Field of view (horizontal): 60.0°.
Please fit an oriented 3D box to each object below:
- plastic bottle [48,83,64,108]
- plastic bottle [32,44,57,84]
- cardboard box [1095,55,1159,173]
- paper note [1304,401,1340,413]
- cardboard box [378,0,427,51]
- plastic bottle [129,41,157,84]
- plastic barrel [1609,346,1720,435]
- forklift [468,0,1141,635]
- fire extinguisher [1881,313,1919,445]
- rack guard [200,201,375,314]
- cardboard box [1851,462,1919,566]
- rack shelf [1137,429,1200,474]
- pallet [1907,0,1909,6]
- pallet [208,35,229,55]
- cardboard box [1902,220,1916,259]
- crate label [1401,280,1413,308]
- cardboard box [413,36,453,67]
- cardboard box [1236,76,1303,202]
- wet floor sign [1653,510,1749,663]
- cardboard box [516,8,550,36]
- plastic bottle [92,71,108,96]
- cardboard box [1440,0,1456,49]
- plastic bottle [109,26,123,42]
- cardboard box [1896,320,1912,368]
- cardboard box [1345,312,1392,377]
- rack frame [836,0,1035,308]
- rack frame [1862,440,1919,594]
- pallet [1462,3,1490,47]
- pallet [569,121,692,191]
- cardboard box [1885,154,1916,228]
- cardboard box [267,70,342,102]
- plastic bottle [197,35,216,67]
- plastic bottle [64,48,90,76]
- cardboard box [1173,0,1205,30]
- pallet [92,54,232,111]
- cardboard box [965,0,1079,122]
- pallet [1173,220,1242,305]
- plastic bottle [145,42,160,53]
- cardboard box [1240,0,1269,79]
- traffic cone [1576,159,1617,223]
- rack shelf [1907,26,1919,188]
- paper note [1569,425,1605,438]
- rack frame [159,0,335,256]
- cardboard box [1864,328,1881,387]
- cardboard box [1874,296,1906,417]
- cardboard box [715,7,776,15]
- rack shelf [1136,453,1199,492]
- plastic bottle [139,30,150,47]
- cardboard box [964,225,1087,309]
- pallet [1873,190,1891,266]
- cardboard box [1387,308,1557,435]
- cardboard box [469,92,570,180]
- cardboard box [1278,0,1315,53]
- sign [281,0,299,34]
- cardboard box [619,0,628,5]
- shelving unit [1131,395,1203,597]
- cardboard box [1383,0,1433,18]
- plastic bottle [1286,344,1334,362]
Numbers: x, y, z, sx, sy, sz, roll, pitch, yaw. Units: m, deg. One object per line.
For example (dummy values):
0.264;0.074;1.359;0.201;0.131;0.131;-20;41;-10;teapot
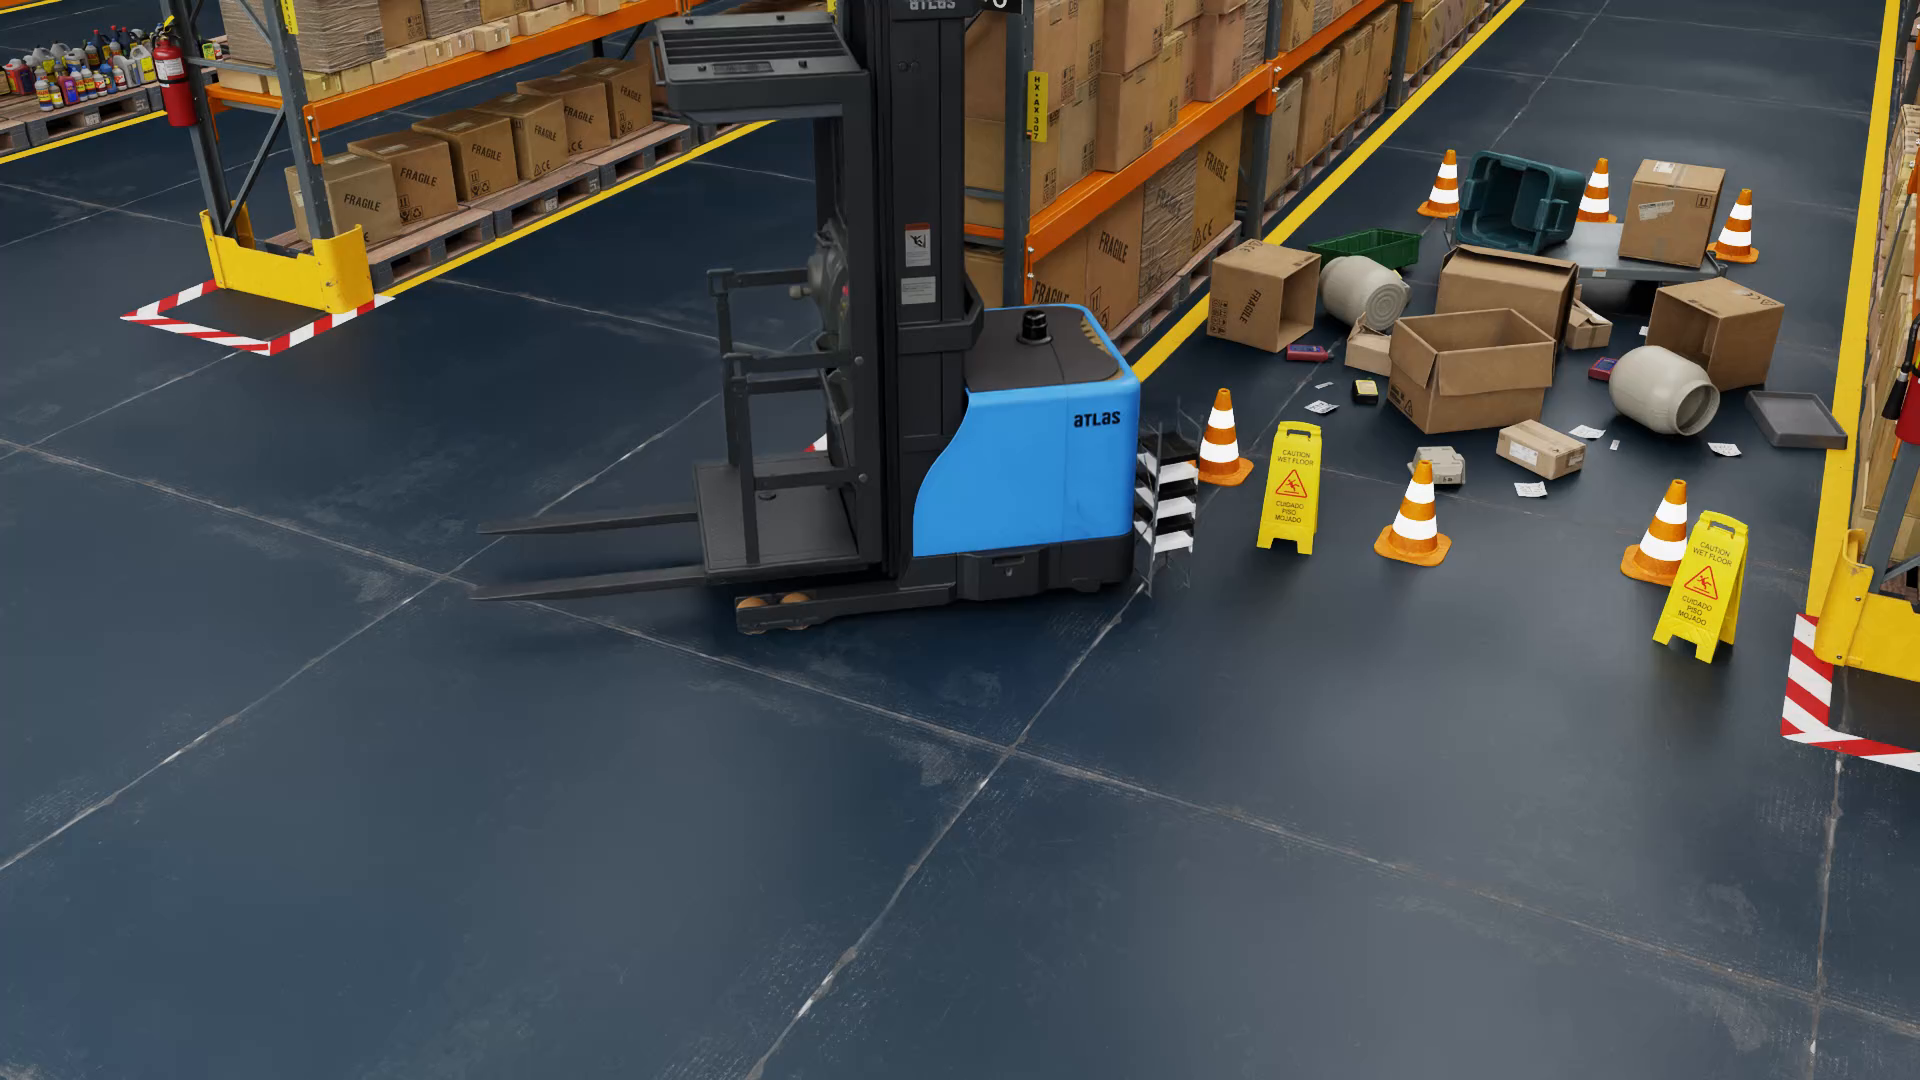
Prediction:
-7.755;-3.814;14.247;0.097;0.201;0.097;0;30;0;plastic bottle
-8.184;-4.254;14.865;0.144;0.351;0.185;16;33;25;plastic bottle
0.600;-2.472;9.392;0.875;0.550;0.550;14;33;23;cardboard box
2.080;-0.767;9.557;0.142;0.017;0.144;-25;38;-36;paper note
-4.100;-3.593;11.095;0.875;0.500;0.500;14;33;23;cardboard box
-7.354;-4.294;14.933;0.144;0.351;0.185;14;33;23;plastic bottle
3.919;-0.828;9.266;0.421;0.421;0.512;-12;32;-20;plastic barrel
-0.754;-1.129;7.273;3.031;2.935;1.130;-6;30;-10;forklift
3.864;-0.706;6.545;0.296;0.674;0.183;14;33;23;fire extinguisher
-4.461;-1.884;11.028;1.175;0.500;0.348;14;33;23;rack guard
4.466;-0.105;7.761;0.500;0.250;0.500;14;33;23;cardboard box
0.943;-0.404;7.574;0.200;0.077;0.258;-11;32;-18;rack shelf
11.320;-6.197;18.830;1.003;0.211;1.213;14;33;23;pallet
-6.760;-4.978;16.707;1.003;0.211;1.213;14;33;23;pallet
5.296;-1.585;8.933;0.380;0.149;0.250;16;33;25;cardboard box
2.817;-1.636;10.961;0.298;0.136;0.250;-7;31;-11;crate label
-3.680;-3.336;11.299;0.380;0.149;0.250;14;33;23;cardboard box
1.898;-3.039;12.368;1.050;0.750;0.750;14;33;23;cardboard box
3.287;0.177;7.294;0.232;0.644;0.267;-25;38;-36;wet floor sign
-3.206;-3.775;12.063;0.380;0.149;0.250;14;33;23;cardboard box
-7.555;-4.008;14.586;0.097;0.201;0.097;0;30;0;plastic bottle
4.523;-5.116;16.236;0.500;0.500;0.500;13;32;22;cardboard box
-7.820;-4.609;15.482;0.144;0.351;0.185;15;33;25;plastic bottle
4.566;-0.874;7.695;0.380;0.149;0.250;15;33;25;cardboard box
2.552;-1.172;10.024;0.396;0.266;0.258;21;36;32;cardboard box
-0.127;-1.764;8.309;1.000;3.000;0.127;14;33;23;rack frame
4.326;-0.686;6.432;1.000;3.000;0.127;14;33;23;rack frame
4.987;-5.529;17.666;1.003;0.211;1.213;14;33;23;pallet
-2.948;-3.192;13.597;1.003;0.211;1.213;14;33;23;pallet
7.025;-2.363;11.569;0.950;0.372;0.625;15;33;25;cardboard box
-4.154;-2.897;10.535;0.380;0.149;0.250;14;33;23;cardboard box
-7.008;-4.555;15.457;0.061;0.283;0.133;16;34;26;plastic bottle
-7.956;-4.282;14.988;0.152;0.276;0.135;14;33;23;plastic bottle
0.981;-3.436;9.987;0.875;0.550;0.550;14;33;23;cardboard box
-7.426;-4.333;15.584;1.003;0.211;1.213;14;33;23;pallet
0.077;-2.453;8.274;0.875;0.550;0.550;14;33;23;cardboard box
1.280;-2.008;11.536;1.003;0.211;1.213;14;33;23;pallet
-7.351;-4.427;15.240;0.152;0.276;0.135;14;33;23;plastic bottle
1.538;-3.436;11.070;0.875;0.550;0.550;14;33;23;cardboard box
4.709;-2.582;12.281;0.336;0.463;0.334;14;33;23;traffic cone
7.059;-3.034;11.243;1.077;0.370;4.000;14;33;23;rack shelf
3.505;-0.606;9.287;0.142;0.019;0.148;-25;38;-36;paper note
-4.496;-2.934;10.347;1.000;3.000;0.127;14;33;23;rack frame
5.406;-1.009;9.335;0.500;0.250;0.500;16;34;26;cardboard box
4.930;-0.869;8.338;0.500;0.500;0.500;14;33;22;cardboard box
-1.886;-4.536;15.206;0.700;0.500;0.500;11;32;19;cardboard box
0.943;-0.326;7.619;0.200;0.077;0.258;-11;32;-18;rack shelf
-7.646;-4.628;15.583;0.061;0.283;0.133;14;33;23;plastic bottle
0.123;-1.340;9.284;0.875;0.875;0.875;14;33;24;cardboard box
7.056;-2.138;11.761;1.003;0.211;1.213;14;33;23;pallet
2.872;-0.956;9.410;0.797;0.503;0.637;-7;31;-11;cardboard box
-3.359;-3.088;12.704;0.500;0.500;0.500;11;32;19;cardboard box
2.175;-3.753;11.672;0.500;0.500;0.500;15;33;24;cardboard box
-4.013;-3.186;9.917;0.100;0.325;0.005;14;33;23;sign
-2.800;-4.230;12.857;0.380;0.149;0.250;14;33;23;cardboard box
0.943;-0.198;7.692;0.210;0.900;0.258;-11;32;-18;shelving unit
4.047;-4.984;15.253;0.500;0.250;0.500;13;32;21;cardboard box
2.142;-1.142;10.177;0.283;0.061;0.133;4;30;6;plastic bottle
